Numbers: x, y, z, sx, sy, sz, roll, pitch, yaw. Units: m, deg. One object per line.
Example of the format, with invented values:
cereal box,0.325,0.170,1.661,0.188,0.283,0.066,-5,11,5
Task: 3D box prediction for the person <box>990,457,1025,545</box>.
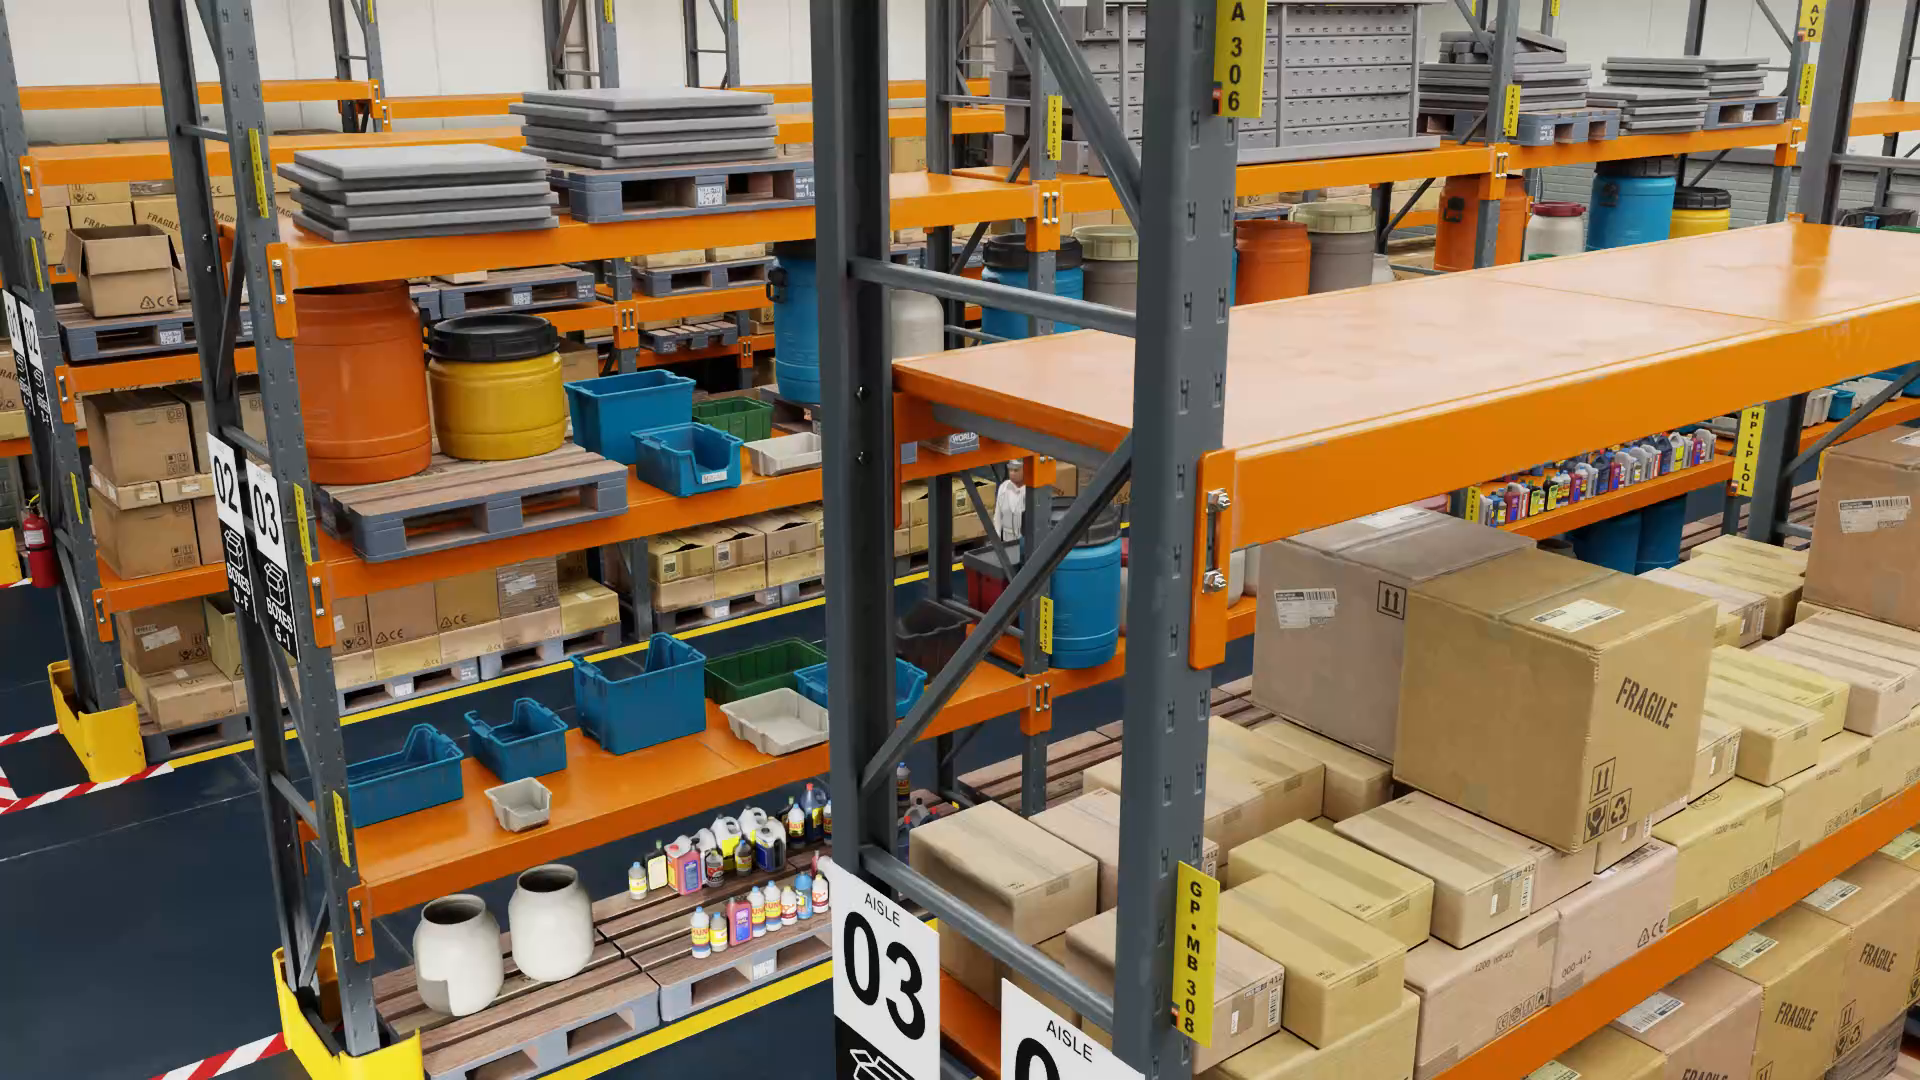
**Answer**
person,0.497,0.038,13.491,0.514,1.620,1.029,15,23,39
